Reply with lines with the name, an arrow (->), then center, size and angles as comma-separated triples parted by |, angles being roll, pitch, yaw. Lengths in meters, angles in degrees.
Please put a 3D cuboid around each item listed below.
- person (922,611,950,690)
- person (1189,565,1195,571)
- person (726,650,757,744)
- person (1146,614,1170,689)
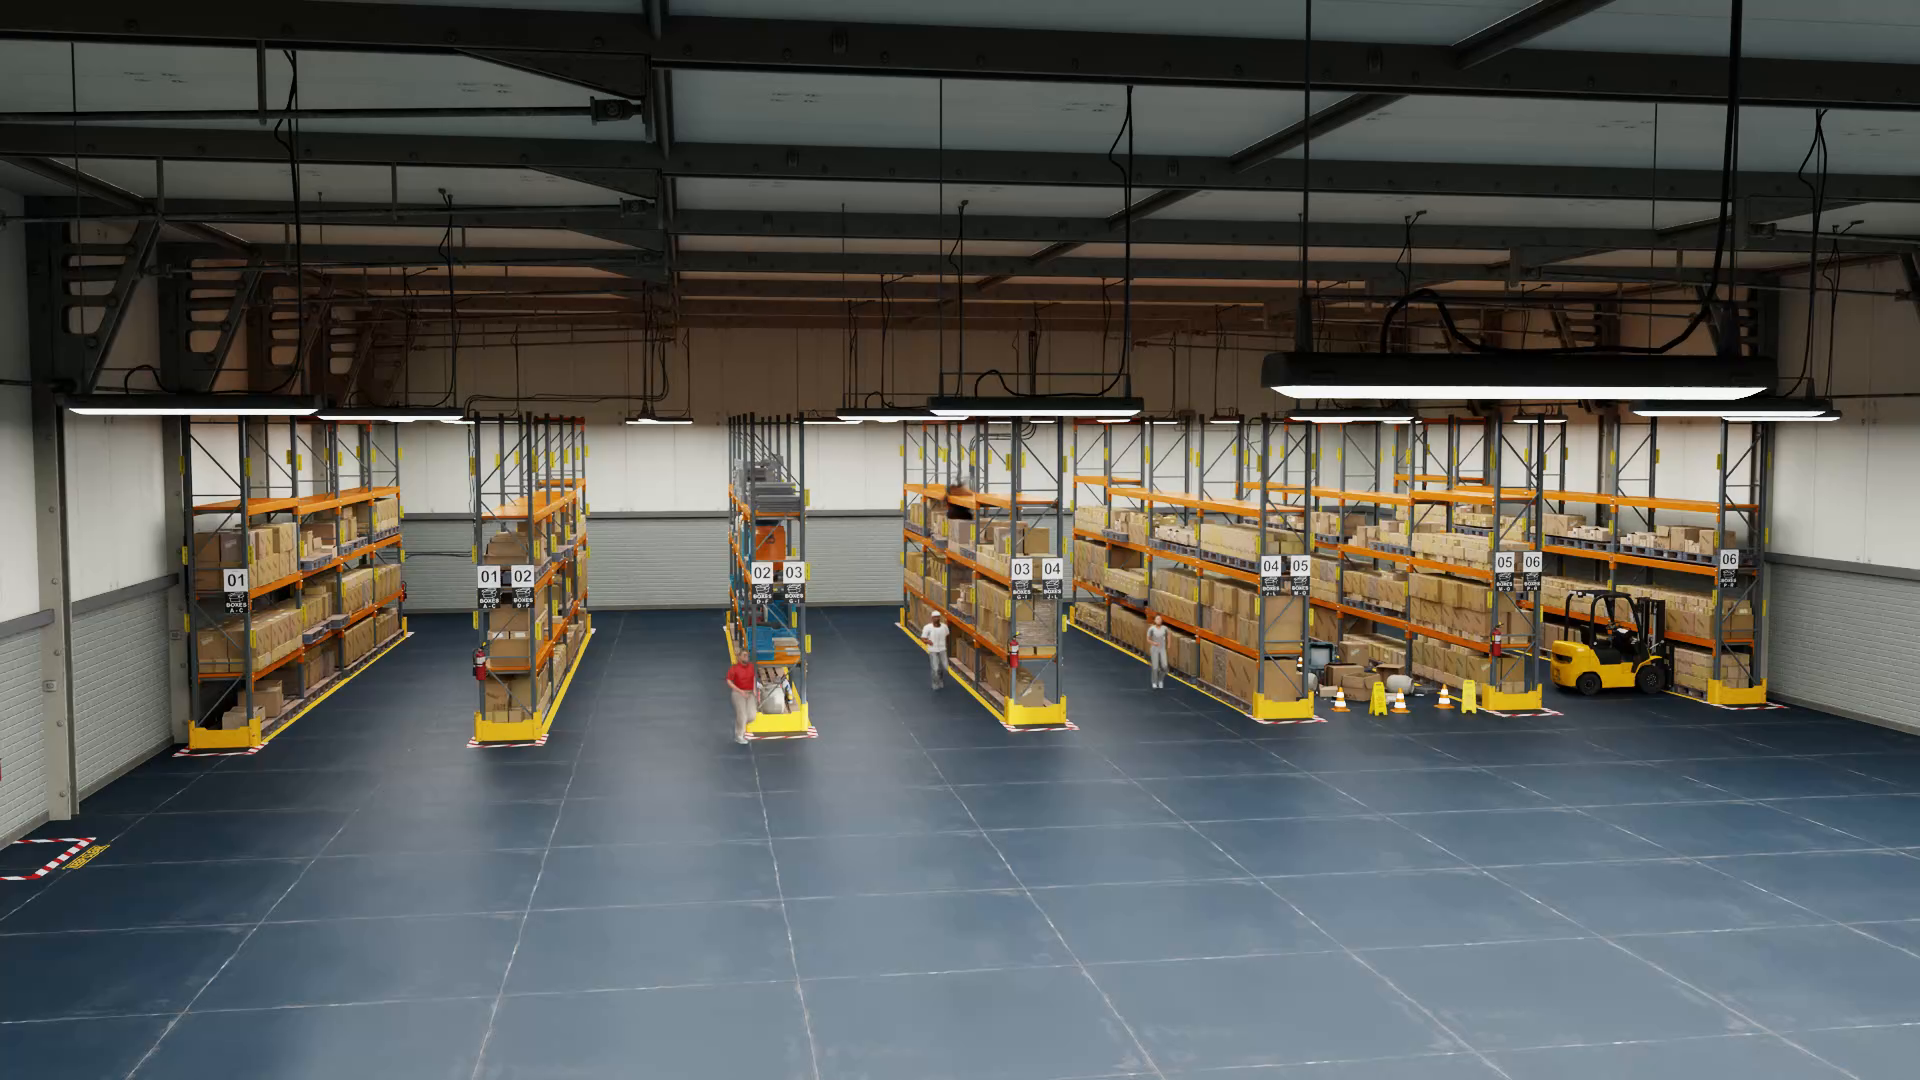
person -> -0.476, 2.396, 36.053 | 0.686, 1.721, 0.593 | -1, 4, -16
person -> 6.940, 1.466, 50.130 | 0.954, 1.667, 0.577 | -1, 4, -16
person -> -3.946, 2.834, 30.203 | 0.626, 1.684, 0.696 | 4, 5, 42
person -> 4.342, 2.434, 36.214 | 0.584, 1.651, 0.635 | -1, 4, -8
